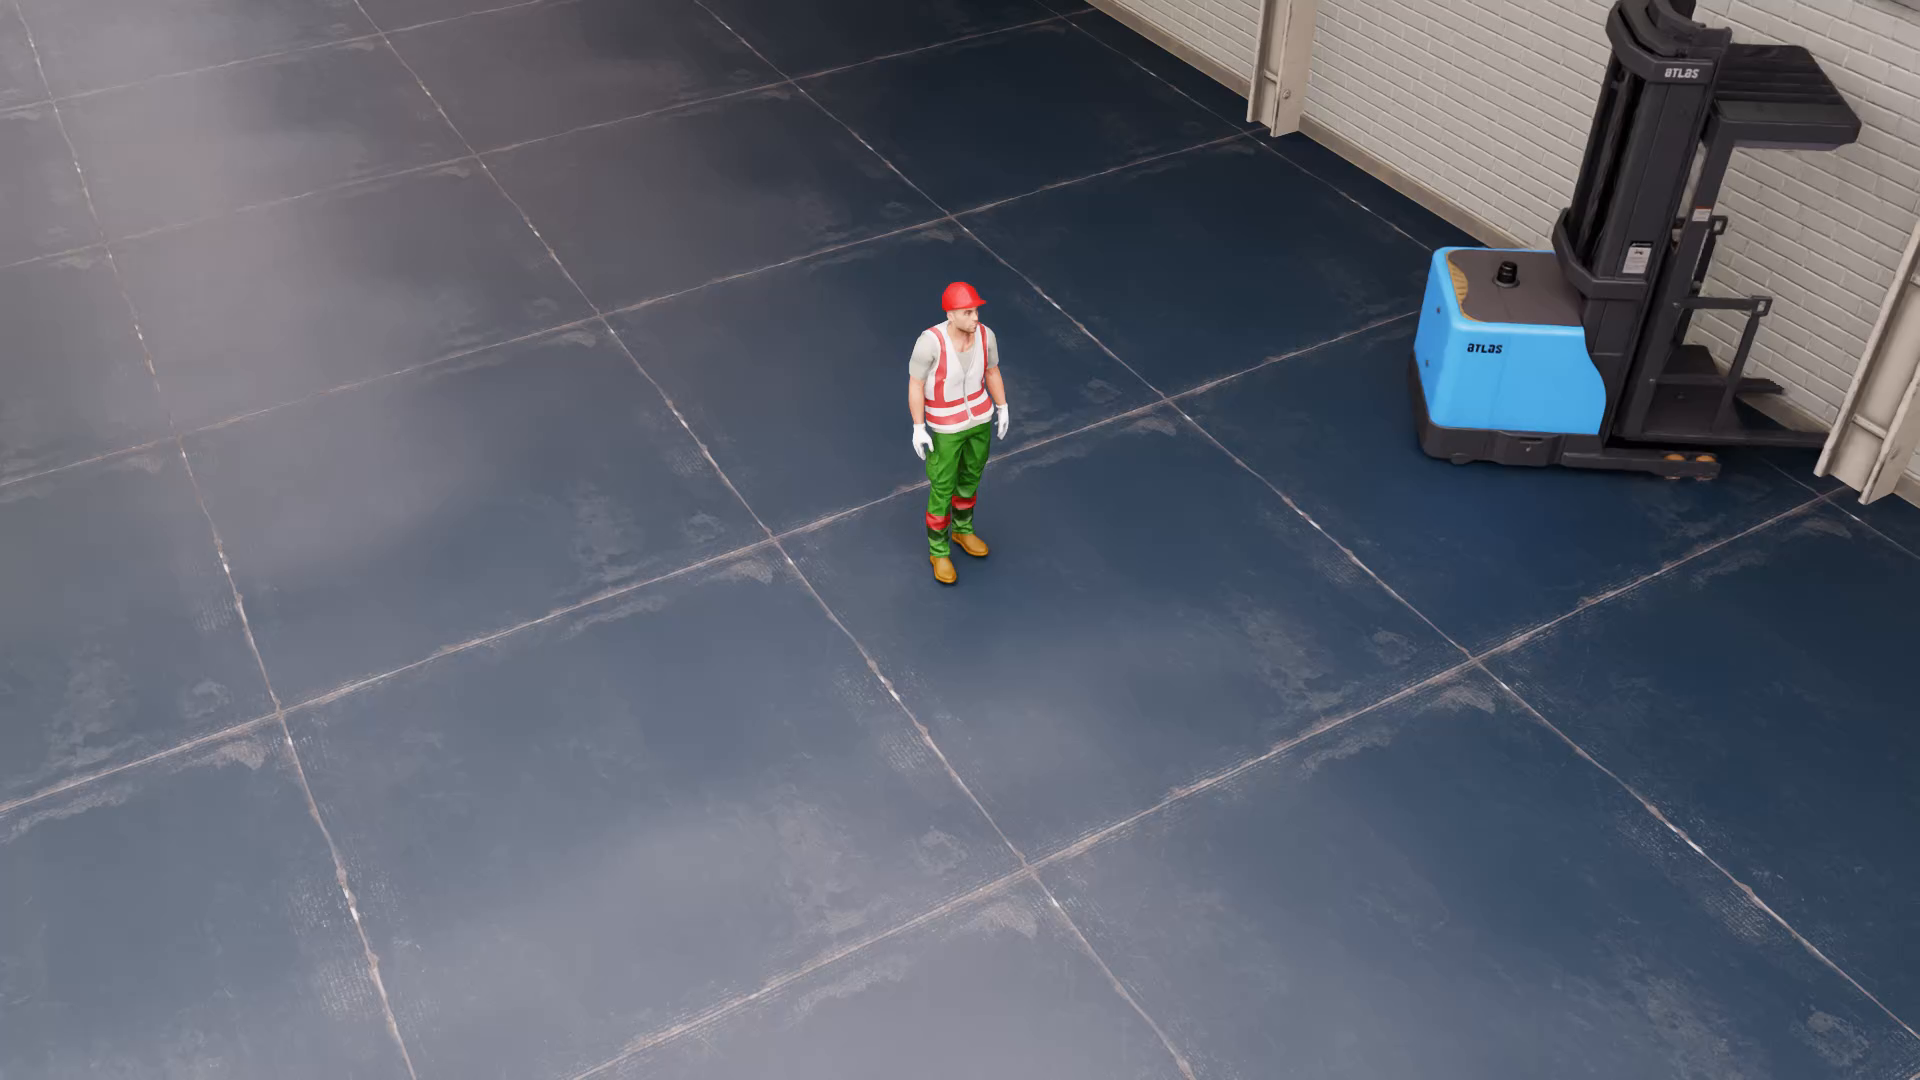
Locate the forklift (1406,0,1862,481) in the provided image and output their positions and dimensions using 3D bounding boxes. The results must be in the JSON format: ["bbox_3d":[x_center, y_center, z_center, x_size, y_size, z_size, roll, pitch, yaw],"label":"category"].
[{"bbox_3d":[4.583,-1.865,10.285,3.031,2.935,1.130,3,40,4],"label":"forklift"}]

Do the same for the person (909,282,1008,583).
[{"bbox_3d":[0.029,-0.644,9.700,0.637,1.782,0.564,-20,44,-23],"label":"person"}]
